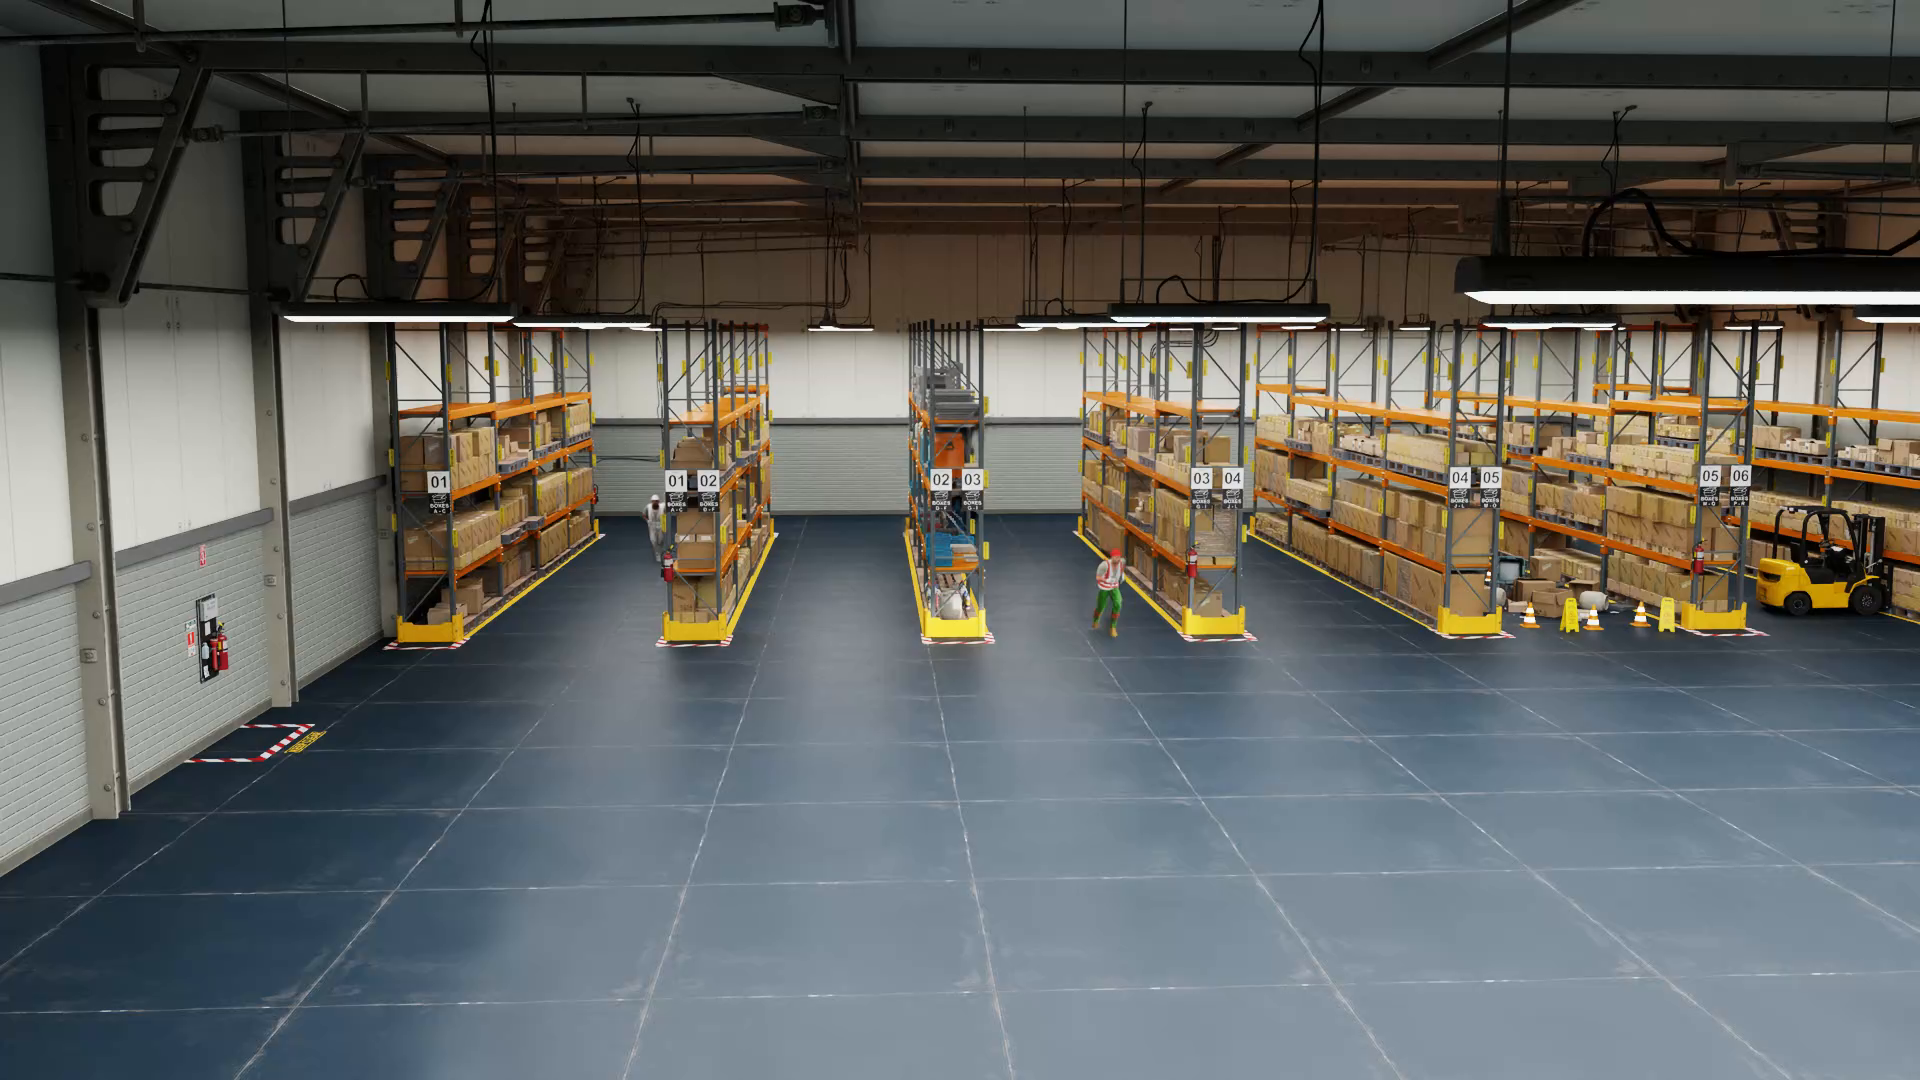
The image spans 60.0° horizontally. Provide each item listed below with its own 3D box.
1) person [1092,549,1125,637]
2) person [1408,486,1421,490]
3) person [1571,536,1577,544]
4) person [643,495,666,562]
[{"bbox_3d":[2.837,0.982,31.852,0.707,1.727,1.020,-3,8,-22],"label":"person"},{"bbox_3d":[13.708,-1.254,49.742,0.694,1.728,0.583,-2,7,-12],"label":"person"},{"bbox_3d":[16.458,-0.732,45.283,0.599,1.835,0.852,-3,8,-21],"label":"person"},{"bbox_3d":[-7.685,-0.304,42.120,0.676,1.704,0.770,0,7,-4],"label":"person"}]
